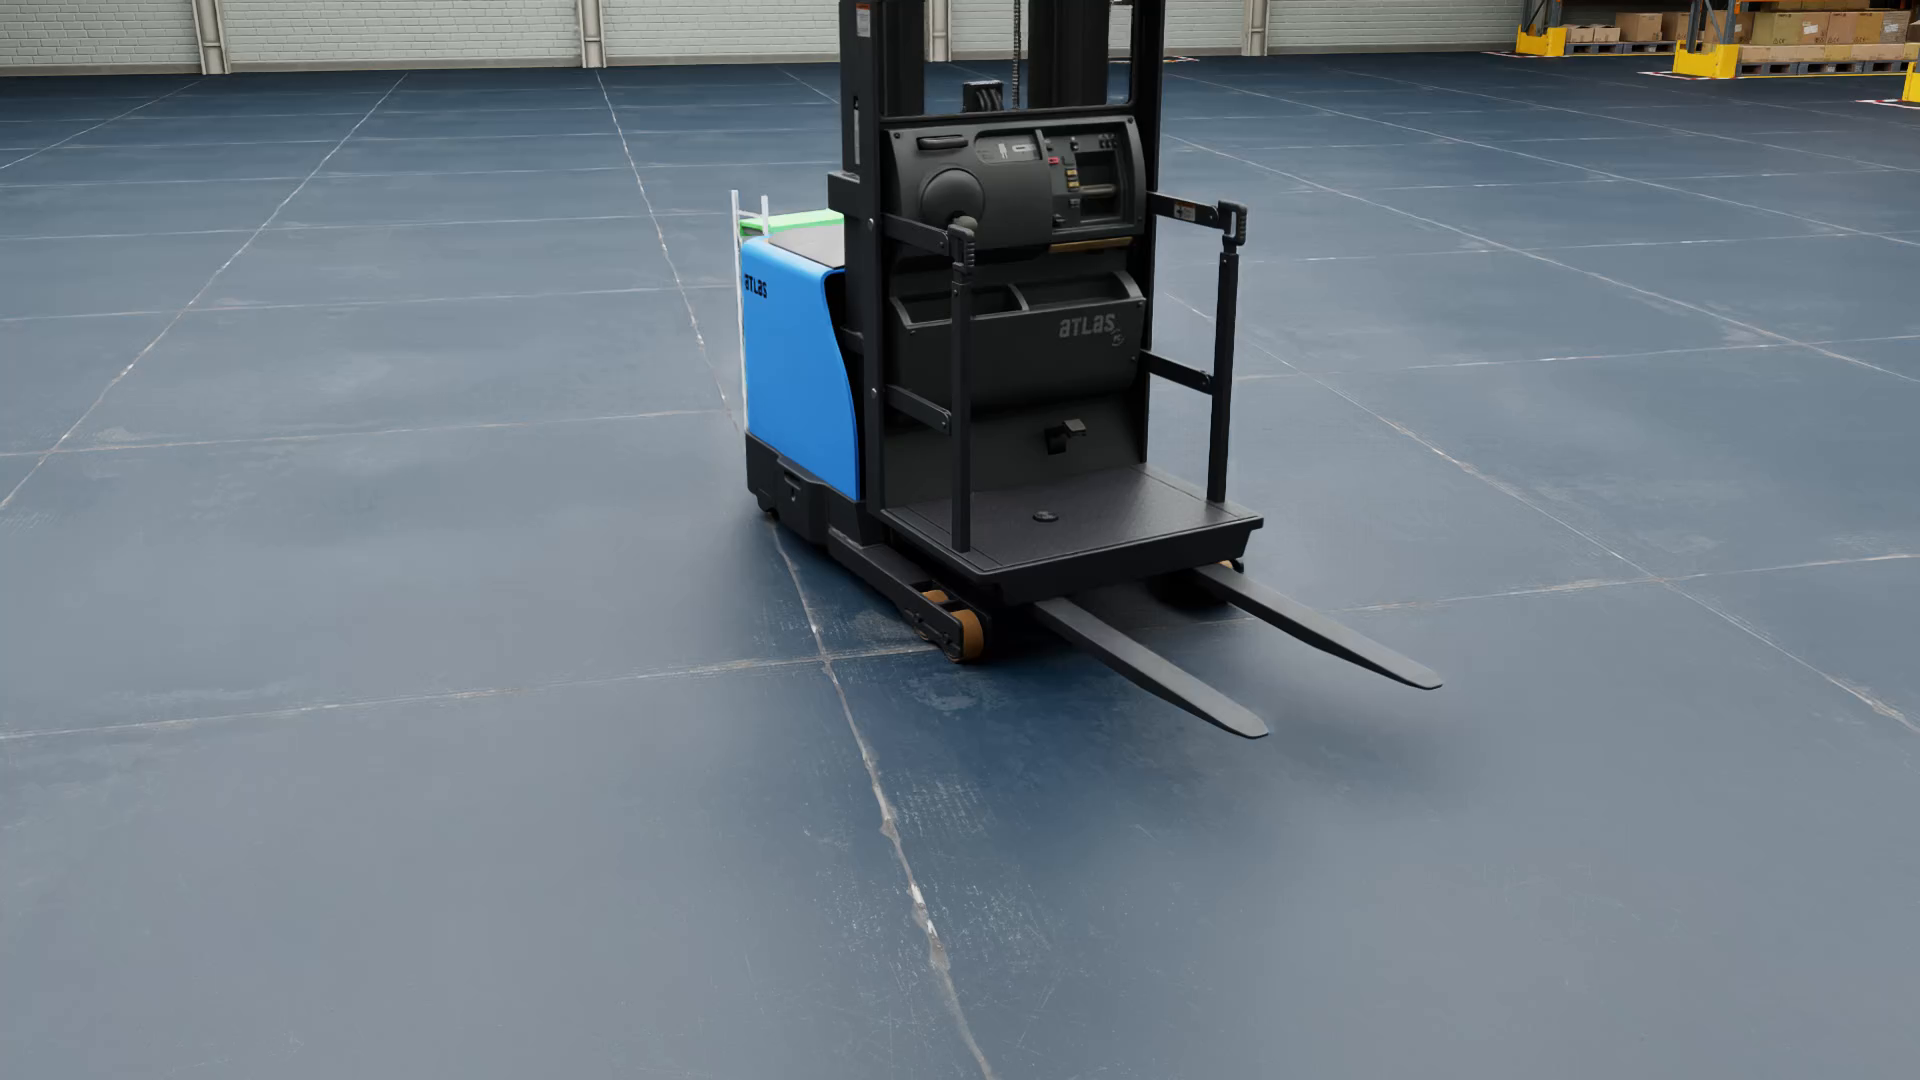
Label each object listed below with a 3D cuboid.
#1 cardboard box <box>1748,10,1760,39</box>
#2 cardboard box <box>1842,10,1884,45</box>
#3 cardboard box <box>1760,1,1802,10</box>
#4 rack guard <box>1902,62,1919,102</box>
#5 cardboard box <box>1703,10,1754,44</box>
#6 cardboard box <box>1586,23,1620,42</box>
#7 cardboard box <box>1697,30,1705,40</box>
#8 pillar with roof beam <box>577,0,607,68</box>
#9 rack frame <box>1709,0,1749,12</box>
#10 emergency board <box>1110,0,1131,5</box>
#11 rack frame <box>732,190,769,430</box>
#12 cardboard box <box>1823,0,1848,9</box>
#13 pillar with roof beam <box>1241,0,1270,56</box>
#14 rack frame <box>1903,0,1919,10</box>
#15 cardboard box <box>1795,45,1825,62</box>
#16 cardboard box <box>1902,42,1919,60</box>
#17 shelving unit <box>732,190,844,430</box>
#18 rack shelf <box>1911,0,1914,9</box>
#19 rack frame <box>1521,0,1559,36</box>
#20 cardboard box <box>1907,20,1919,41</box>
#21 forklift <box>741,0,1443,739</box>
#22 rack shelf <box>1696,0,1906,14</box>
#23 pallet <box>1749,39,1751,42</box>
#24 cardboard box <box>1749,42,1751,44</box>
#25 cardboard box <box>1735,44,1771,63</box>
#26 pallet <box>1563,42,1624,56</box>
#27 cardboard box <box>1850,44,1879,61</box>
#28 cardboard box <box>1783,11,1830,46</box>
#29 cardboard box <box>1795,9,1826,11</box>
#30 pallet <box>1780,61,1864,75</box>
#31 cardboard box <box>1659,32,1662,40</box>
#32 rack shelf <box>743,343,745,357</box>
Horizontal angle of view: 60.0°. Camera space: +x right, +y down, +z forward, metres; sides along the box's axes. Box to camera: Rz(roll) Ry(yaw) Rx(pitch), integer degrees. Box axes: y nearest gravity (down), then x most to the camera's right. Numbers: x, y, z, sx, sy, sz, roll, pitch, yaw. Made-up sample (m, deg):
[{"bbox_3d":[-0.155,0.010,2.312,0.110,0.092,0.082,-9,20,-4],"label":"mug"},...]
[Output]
[{"bbox_3d":[15.418,-9.954,32.121,0.500,0.500,0.700,-4,20,-11],"label":"cardboard box"},{"bbox_3d":[14.474,-8.271,26.829,0.500,0.500,0.500,-5,21,-12],"label":"cardboard box"},{"bbox_3d":[15.846,-10.342,32.090,0.500,0.250,0.500,-5,21,-14],"label":"cardboard box"},{"bbox_3d":[13.156,-6.072,22.164,0.348,0.500,1.175,-5,21,-12],"label":"rack guard"},{"bbox_3d":[12.410,-8.283,26.862,0.500,0.500,0.500,-5,21,-12],"label":"cardboard box"},{"bbox_3d":[12.062,-9.554,31.305,0.500,0.311,0.500,-3,20,-8],"label":"cardboard box"},{"bbox_3d":[14.192,-9.681,31.861,0.250,0.166,0.380,-7,21,-20],"label":"cardboard box"},{"bbox_3d":[-5.231,-10.837,22.815,0.400,9.000,9.100,-5,21,-12],"label":"pillar with roof beam"},{"bbox_3d":[14.706,-10.857,31.592,0.127,3.000,1.000,-5,21,-12],"label":"rack frame"},{"bbox_3d":[3.030,-10.233,29.889,0.626,1.169,0.157,-5,21,-12],"label":"emergency board"},{"bbox_3d":[-0.822,-0.798,6.742,0.015,1.200,0.240,-16,24,-36],"label":"rack frame"},{"bbox_3d":[16.841,-10.418,32.297,0.500,0.250,0.500,-5,21,-13],"label":"cardboard box"},{"bbox_3d":[6.447,-11.786,25.407,0.400,9.000,9.100,-5,21,-12],"label":"pillar with roof beam"},{"bbox_3d":[15.850,-9.199,27.066,0.127,3.000,1.000,-5,21,-12],"label":"rack frame"},{"bbox_3d":[13.502,-7.837,26.734,0.500,0.250,0.500,-5,21,-12],"label":"cardboard box"},{"bbox_3d":[15.449,-7.995,27.167,0.500,0.250,0.500,-5,21,-12],"label":"cardboard box"},{"bbox_3d":[-0.633,-0.851,6.886,0.503,1.200,0.258,-16,24,-36],"label":"shelving unit"},{"bbox_3d":[17.796,-9.020,27.622,4.000,0.370,1.077,-5,21,-12],"label":"rack shelf"},{"bbox_3d":[10.813,-10.540,30.728,0.127,3.000,1.000,-5,21,-12],"label":"rack frame"},{"bbox_3d":[16.178,-8.497,27.720,0.500,0.311,0.500,-5,21,-12],"label":"cardboard box"},{"bbox_3d":[0.305,-1.168,5.243,1.130,2.935,3.031,-11,23,-27],"label":"forklift"},{"bbox_3d":[13.903,-8.703,26.758,4.000,0.370,1.077,-5,21,-12],"label":"rack shelf"},{"bbox_3d":[15.463,-9.610,32.241,1.213,0.211,1.003,-5,21,-12],"label":"pallet"},{"bbox_3d":[12.895,-7.974,27.108,0.500,0.250,0.500,-5,21,-12],"label":"cardboard box"},{"bbox_3d":[12.530,-7.757,26.515,0.500,0.250,0.500,-5,21,-12],"label":"cardboard box"},{"bbox_3d":[11.686,-9.289,31.367,1.213,0.211,1.003,-5,21,-12],"label":"pallet"},{"bbox_3d":[14.476,-7.915,26.947,0.500,0.250,0.500,-5,21,-12],"label":"cardboard box"},{"bbox_3d":[13.500,-8.193,26.616,0.500,0.500,0.500,-5,21,-12],"label":"cardboard box"},{"bbox_3d":[13.867,-8.406,27.198,0.500,0.500,0.500,-5,21,-12],"label":"cardboard box"},{"bbox_3d":[13.876,-7.743,27.145,1.213,0.211,1.003,-5,21,-12],"label":"pallet"},{"bbox_3d":[13.145,-9.605,31.680,0.250,0.149,0.380,-6,21,-17],"label":"cardboard box"},{"bbox_3d":[-0.632,-0.791,6.908,0.480,0.148,0.258,-16,24,-36],"label":"rack shelf"}]
